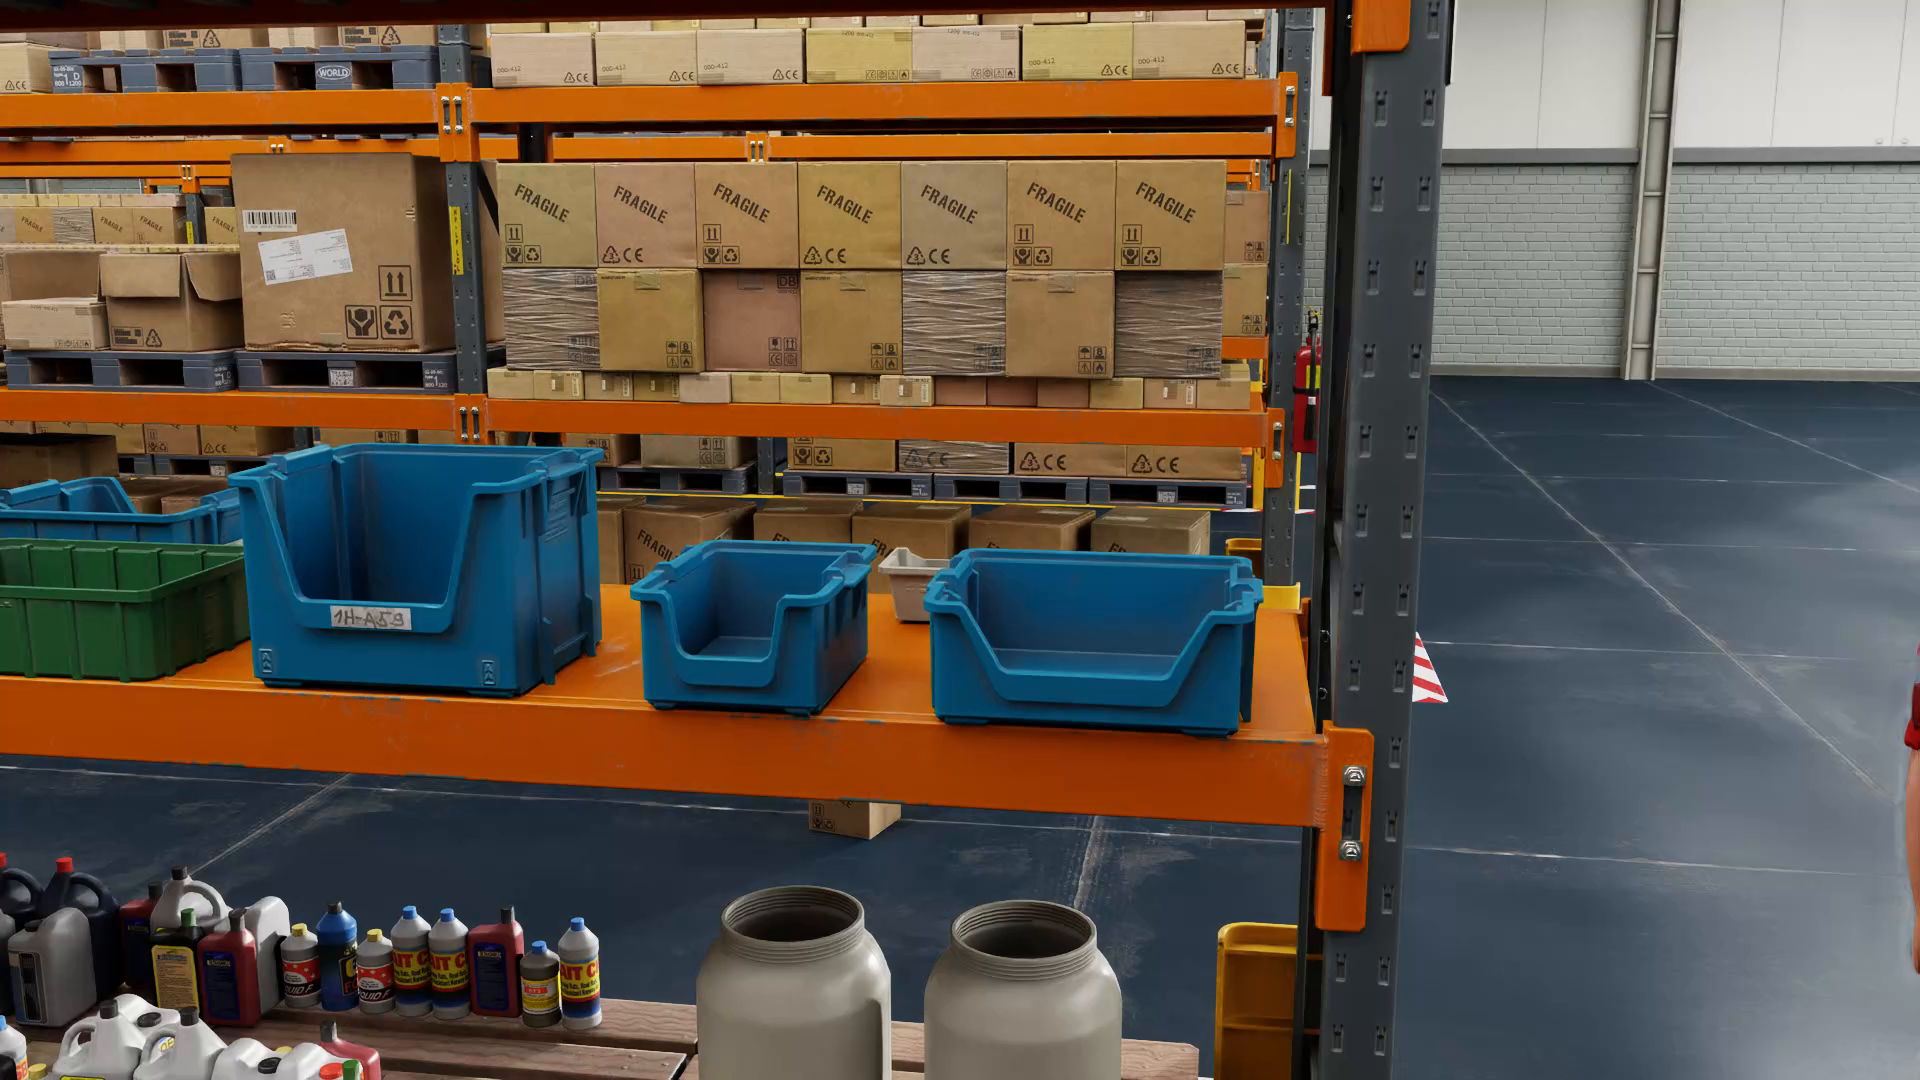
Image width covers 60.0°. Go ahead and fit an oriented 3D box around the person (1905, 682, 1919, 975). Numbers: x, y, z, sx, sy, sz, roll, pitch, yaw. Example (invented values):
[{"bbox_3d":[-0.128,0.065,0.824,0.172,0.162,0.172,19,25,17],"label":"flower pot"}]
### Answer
[{"bbox_3d":[2.128,0.710,3.242,0.562,1.704,0.643,-1,11,-5],"label":"person"}]
